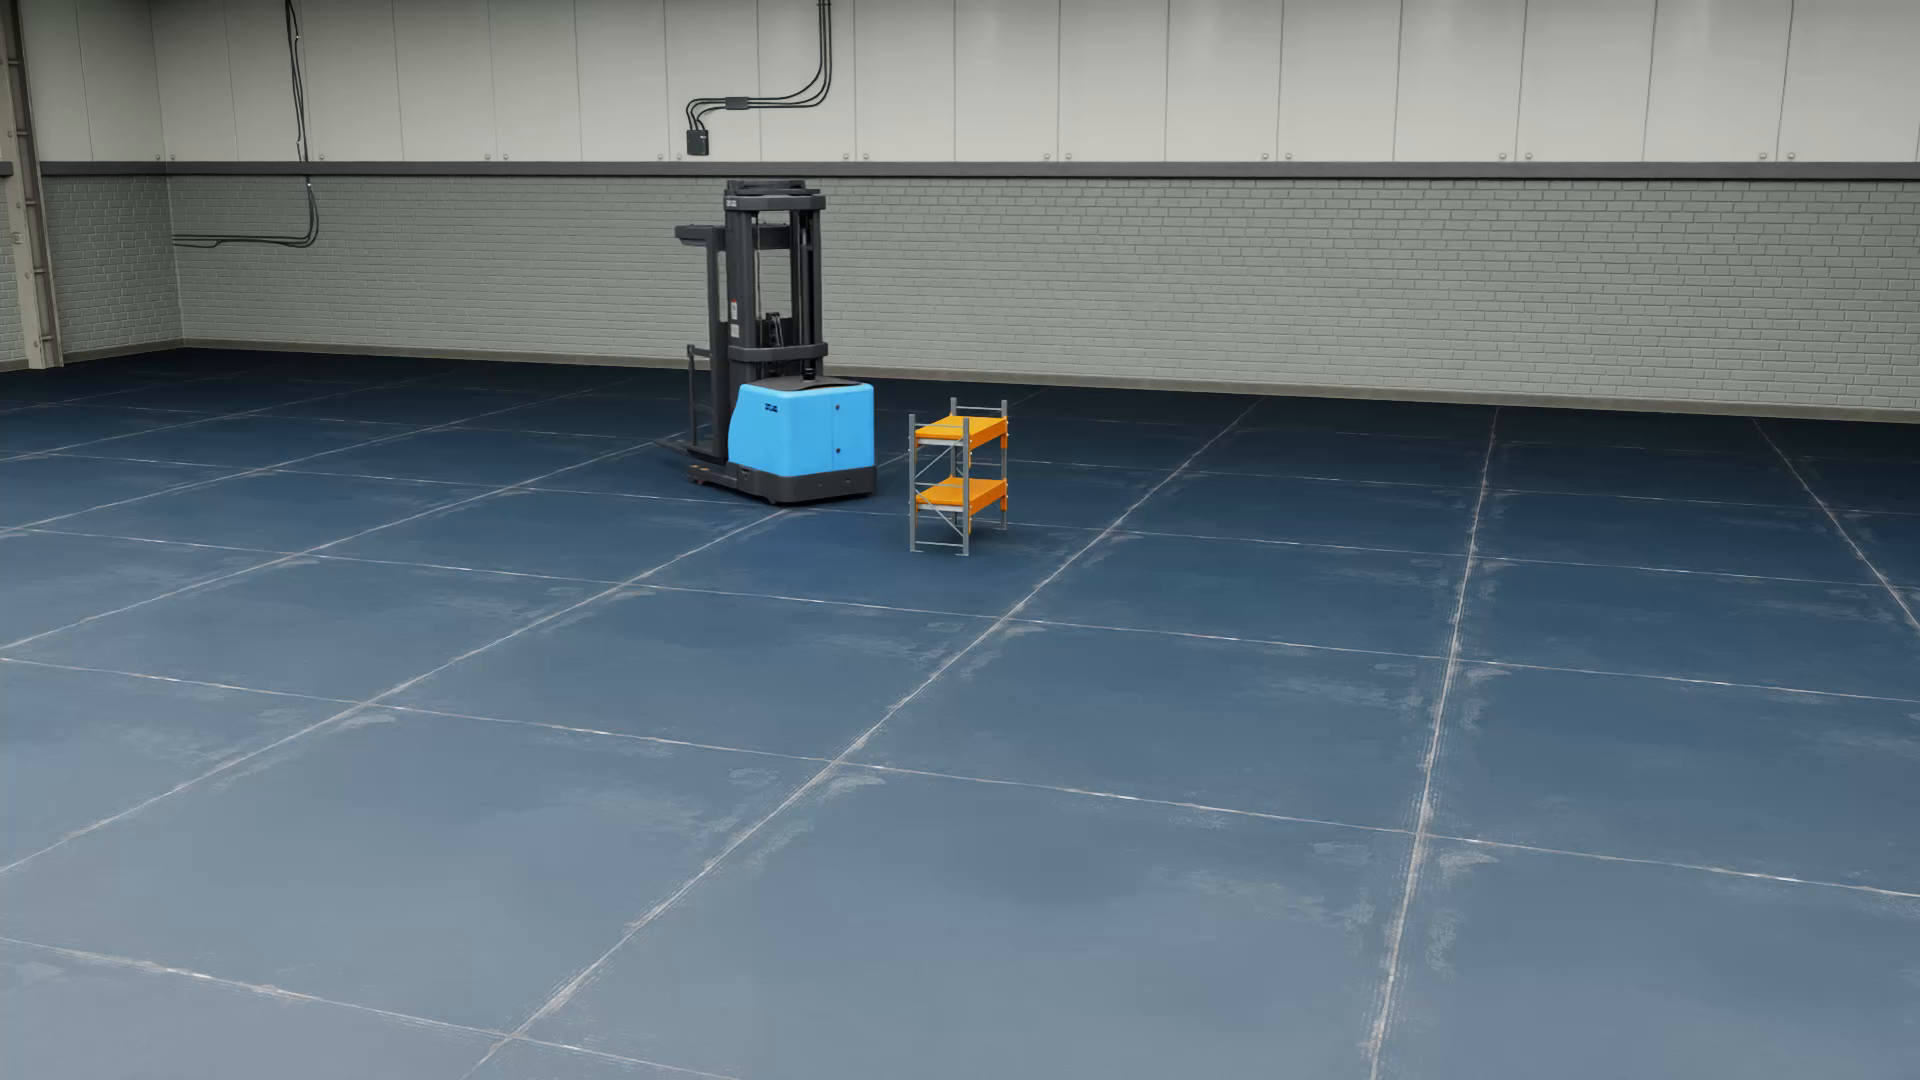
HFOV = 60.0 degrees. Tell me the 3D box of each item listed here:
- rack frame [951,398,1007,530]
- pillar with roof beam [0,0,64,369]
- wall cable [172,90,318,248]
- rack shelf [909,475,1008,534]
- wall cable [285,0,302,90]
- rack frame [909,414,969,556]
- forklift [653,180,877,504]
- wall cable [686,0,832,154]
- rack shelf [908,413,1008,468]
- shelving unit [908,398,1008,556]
[{"bbox_3d":[0.162,-0.654,14.325,0.500,1.125,0.032,4,14,18],"label":"rack frame"},{"bbox_3d":[-10.041,-6.745,23.318,9.100,9.000,0.400,4,14,18],"label":"pillar with roof beam"},{"bbox_3d":[-11.910,-6.066,27.322,3.097,2.526,0.112,4,14,18],"label":"wall cable"},{"bbox_3d":[-0.002,-0.309,13.911,0.538,0.278,1.000,4,14,18],"label":"rack shelf"},{"bbox_3d":[-9.350,-8.334,25.906,3.097,2.526,0.112,4,14,18],"label":"wall cable"},{"bbox_3d":[-0.167,-0.440,13.388,0.500,1.125,0.032,4,14,18],"label":"rack frame"},{"bbox_3d":[-2.073,-2.030,16.296,1.130,2.935,3.031,-9,16,-36],"label":"forklift"},{"bbox_3d":[-2.932,-8.551,23.589,2.305,6.003,0.169,4,14,18],"label":"wall cable"},{"bbox_3d":[-0.002,-0.832,13.791,0.538,0.278,1.000,4,14,18],"label":"rack shelf"},{"bbox_3d":[-0.002,-0.547,13.857,0.538,1.125,1.048,4,14,18],"label":"shelving unit"}]
